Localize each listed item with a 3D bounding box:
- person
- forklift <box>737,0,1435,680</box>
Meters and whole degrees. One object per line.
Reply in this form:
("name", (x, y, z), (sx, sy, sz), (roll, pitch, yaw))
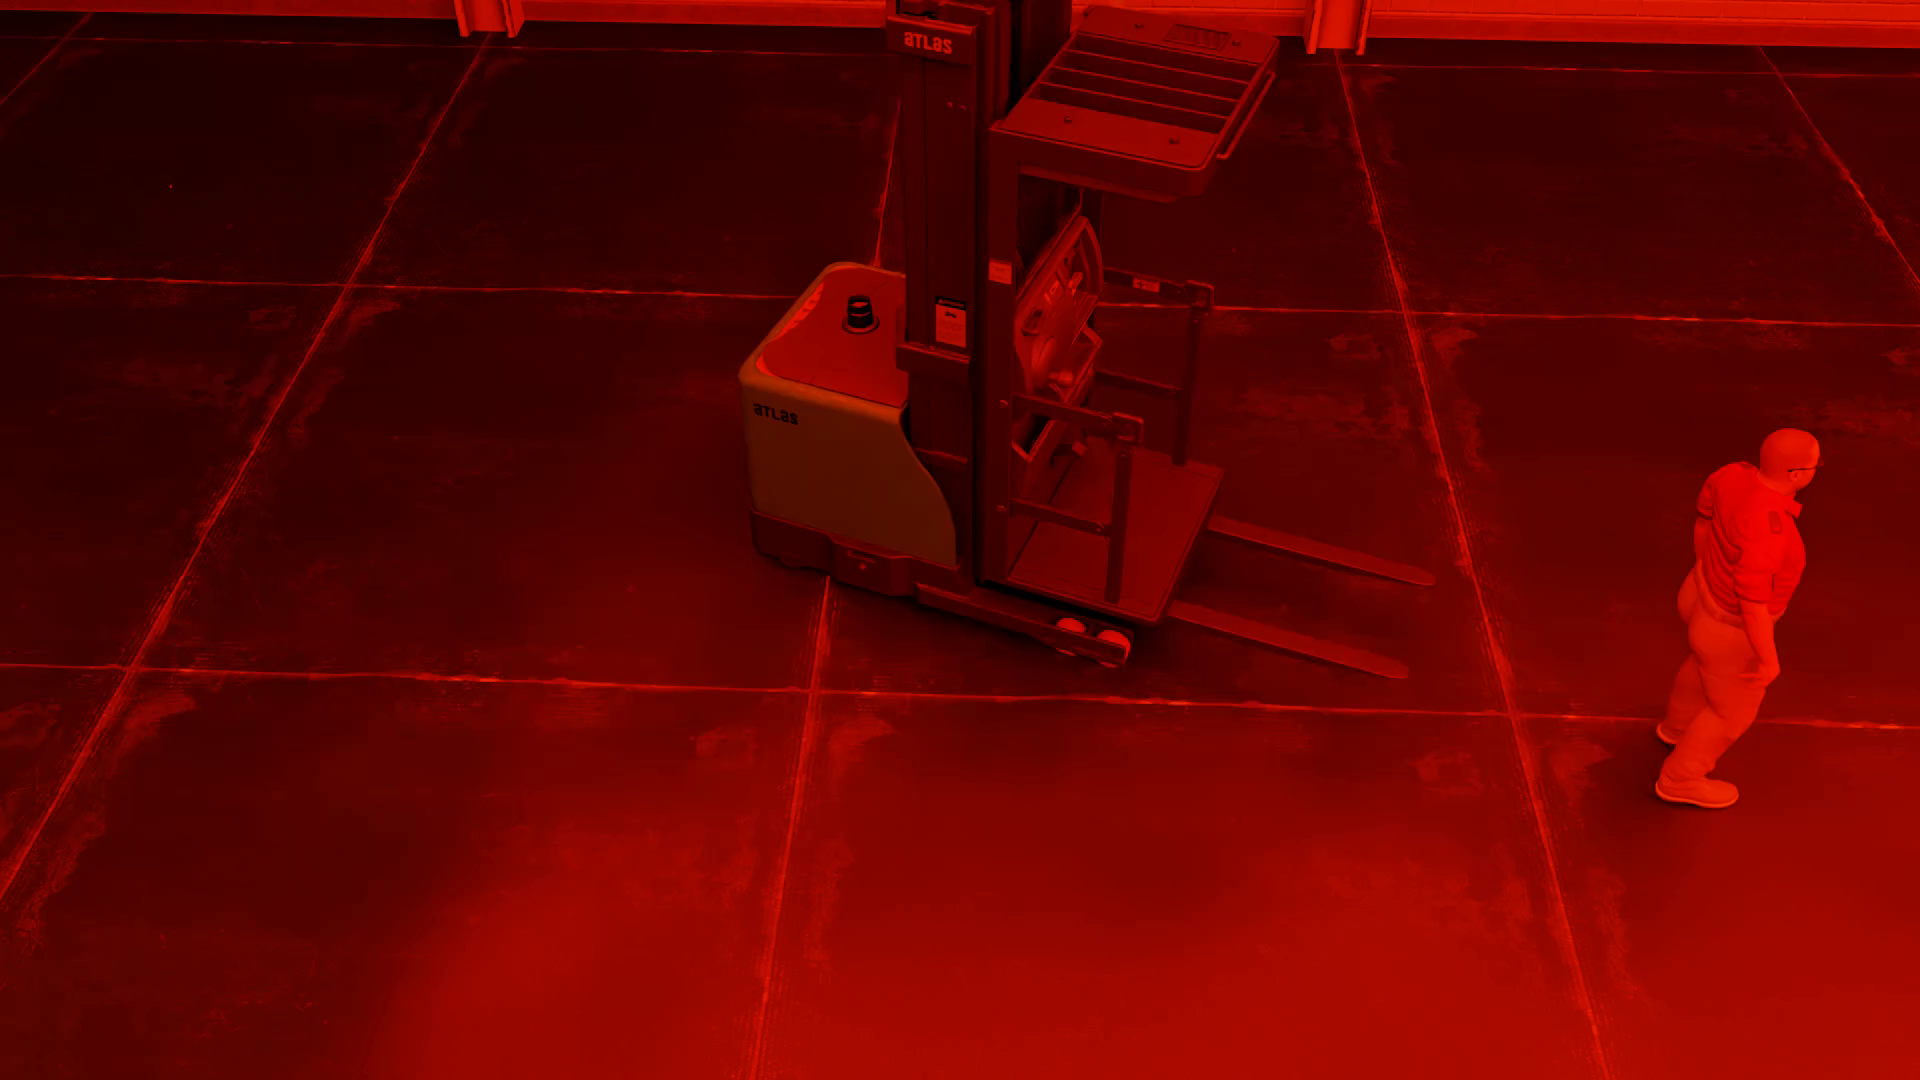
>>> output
("person", (2.998, 0.302, 6.330), (0.483, 1.754, 0.620), (2, 42, 2))
("forklift", (0.592, -0.933, 6.764), (3.031, 2.935, 1.130), (15, 45, 16))
